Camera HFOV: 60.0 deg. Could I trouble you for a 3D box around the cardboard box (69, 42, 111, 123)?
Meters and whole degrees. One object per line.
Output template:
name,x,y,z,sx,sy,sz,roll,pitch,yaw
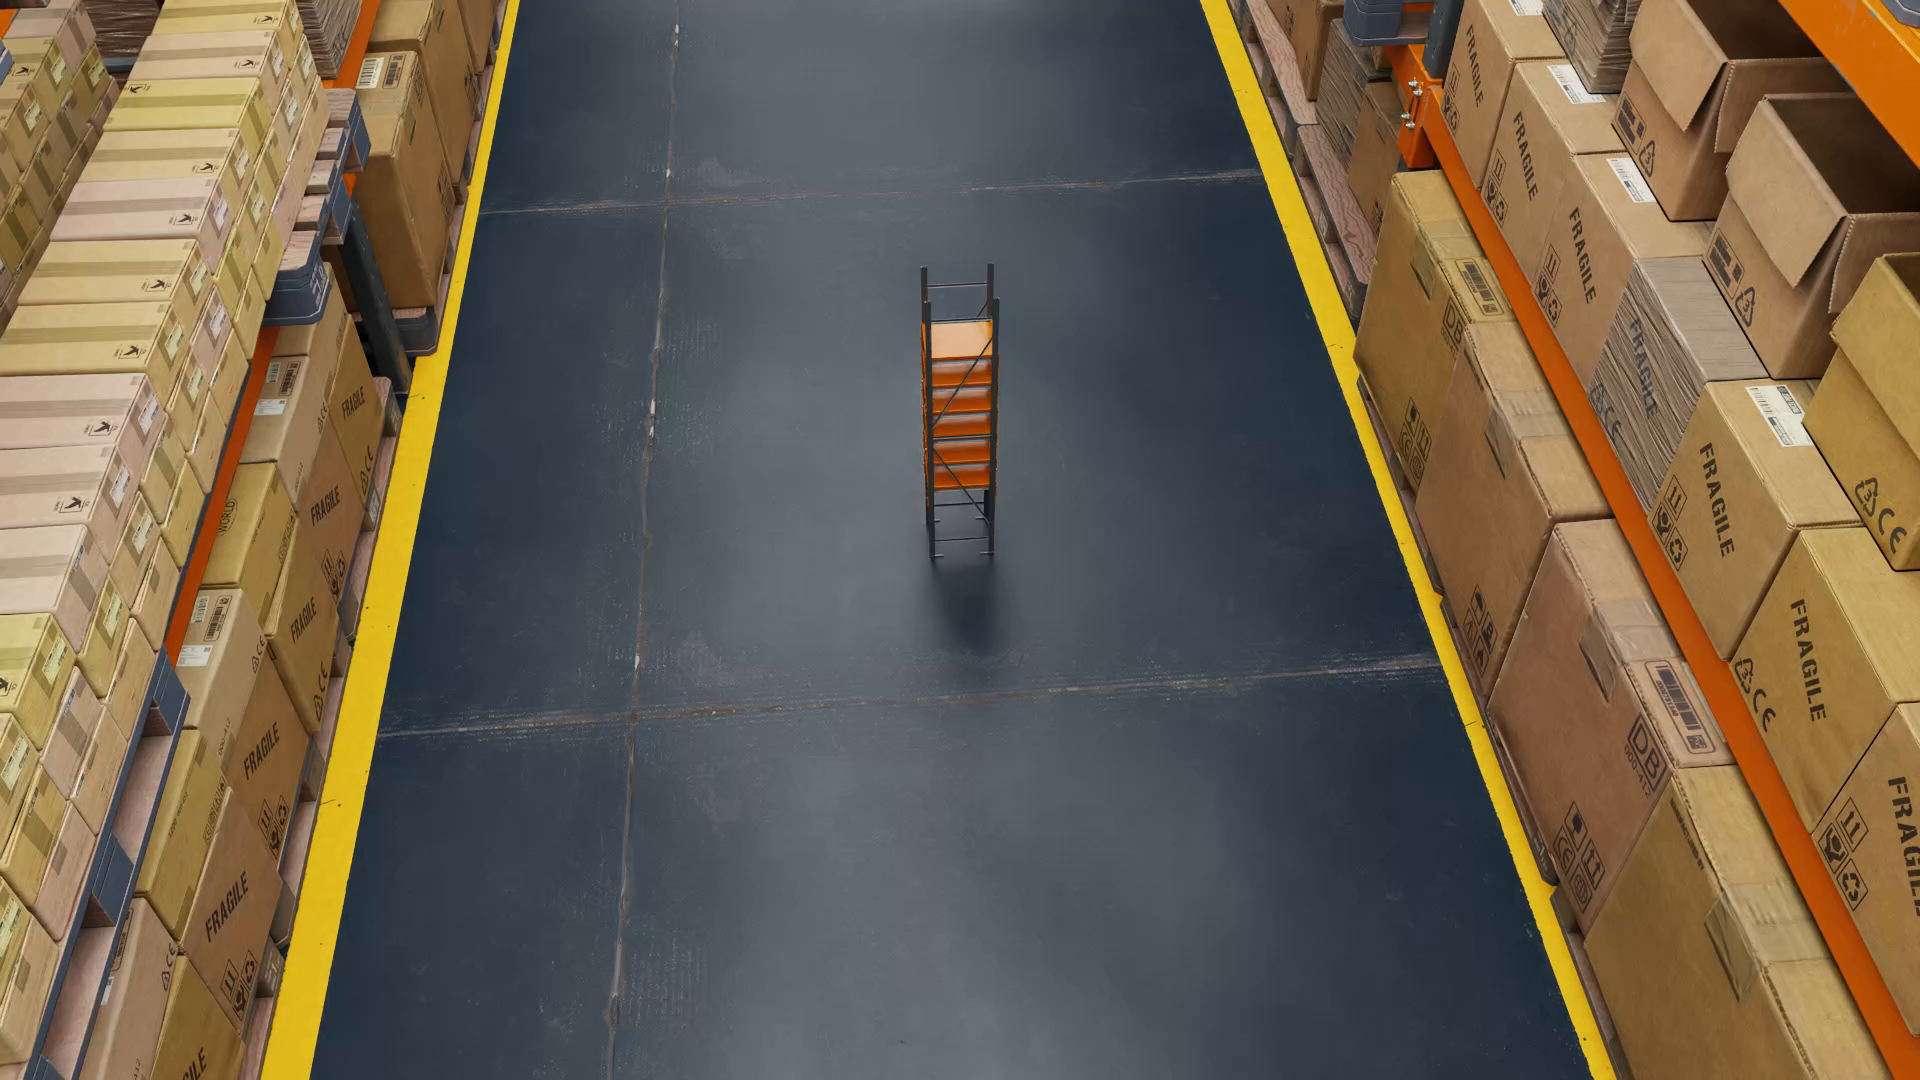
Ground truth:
cardboard box,-2.919,-1.434,5.221,0.380,0.149,0.250,-2,47,-2

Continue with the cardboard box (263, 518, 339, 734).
cardboard box,-2.344,0.298,5.334,0.500,0.500,0.500,-5,47,-5

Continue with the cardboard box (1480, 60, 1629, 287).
cardboard box,2.006,-1.157,5.211,0.500,0.500,0.500,-5,47,-4

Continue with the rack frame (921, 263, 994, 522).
rack frame,-0.009,-0.489,5.887,0.240,1.200,0.006,-3,47,-3

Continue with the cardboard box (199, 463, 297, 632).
cardboard box,-2.361,0.034,5.067,0.500,0.250,0.500,-2,47,-2

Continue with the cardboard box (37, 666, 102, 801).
cardboard box,-2.045,0.412,3.473,0.380,0.149,0.250,-2,47,-2

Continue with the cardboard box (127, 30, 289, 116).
cardboard box,-2.243,-1.389,4.974,0.380,0.149,0.250,-4,47,-4

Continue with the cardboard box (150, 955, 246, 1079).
cardboard box,-2.222,1.423,4.268,0.500,0.500,0.500,-2,47,-2

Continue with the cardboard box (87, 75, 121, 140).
cardboard box,-2.923,-1.357,5.353,0.380,0.149,0.250,-4,47,-4

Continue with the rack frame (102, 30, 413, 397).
rack frame,-2.760,-1.635,5.733,1.000,3.000,0.127,-3,47,-3

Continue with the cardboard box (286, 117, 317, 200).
cardboard box,-2.241,-1.184,5.190,0.380,0.149,0.250,-4,47,-3

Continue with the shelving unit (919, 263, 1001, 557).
shelving unit,-0.001,-0.423,5.824,0.258,1.200,0.189,-3,47,-3

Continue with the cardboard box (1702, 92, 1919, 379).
cardboard box,2.351,-0.756,4.141,0.797,0.503,0.637,-2,47,-2

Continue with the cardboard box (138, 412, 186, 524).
cardboard box,-2.114,-0.163,4.018,0.380,0.149,0.250,-4,47,-4

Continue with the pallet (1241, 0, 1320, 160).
pallet,2.028,-2.351,8.331,1.003,0.211,1.213,-3,47,-3

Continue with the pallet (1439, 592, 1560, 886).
pallet,2.281,0.551,5.583,1.003,0.211,1.213,-3,47,-3

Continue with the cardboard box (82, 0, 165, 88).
cardboard box,-3.065,-1.979,5.990,0.500,0.500,0.500,-3,47,-3

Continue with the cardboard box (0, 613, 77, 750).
cardboard box,-2.048,0.296,3.377,0.380,0.149,0.250,-3,47,-3

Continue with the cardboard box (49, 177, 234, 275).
cardboard box,-2.181,-0.832,4.446,0.380,0.149,0.250,-3,47,-3

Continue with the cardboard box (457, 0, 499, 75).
cardboard box,-2.876,-2.758,8.056,1.050,0.750,0.750,-3,47,-3

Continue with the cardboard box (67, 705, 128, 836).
cardboard box,-2.045,0.507,3.588,0.380,0.149,0.250,-3,47,-3

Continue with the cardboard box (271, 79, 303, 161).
cardboard box,-2.240,-1.273,5.068,0.380,0.149,0.250,-2,47,-2

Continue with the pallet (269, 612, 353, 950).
pallet,-2.597,0.770,5.376,1.003,0.211,1.213,-3,47,-3

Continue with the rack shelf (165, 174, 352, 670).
rack shelf,-2.592,0.059,4.623,1.077,0.370,4.000,-3,47,-3

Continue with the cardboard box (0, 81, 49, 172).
cardboard box,-2.873,-1.180,4.775,0.380,0.149,0.250,-4,47,-4

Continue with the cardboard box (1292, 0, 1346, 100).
cardboard box,2.002,-2.449,7.922,0.700,0.500,0.500,0,47,0

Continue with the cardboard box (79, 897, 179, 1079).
cardboard box,-2.223,1.165,3.996,0.500,0.250,0.500,-5,47,-5

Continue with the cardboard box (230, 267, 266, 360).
cardboard box,-2.178,-0.623,4.658,0.380,0.149,0.250,-5,47,-5

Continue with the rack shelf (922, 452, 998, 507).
rack shelf,-0.001,-0.227,6.031,0.258,0.103,0.180,-3,47,-3

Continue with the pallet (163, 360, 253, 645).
pallet,-2.553,-0.139,4.448,1.003,0.211,1.213,-3,47,-3

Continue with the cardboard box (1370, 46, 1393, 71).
cardboard box,2.051,-2.279,7.245,0.500,0.250,0.500,1,47,1

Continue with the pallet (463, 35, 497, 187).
pallet,-2.850,-2.132,8.124,1.003,0.211,1.213,-3,47,-3

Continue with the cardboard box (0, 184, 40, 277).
cardboard box,-2.847,-0.862,4.679,0.380,0.149,0.250,-3,47,-3

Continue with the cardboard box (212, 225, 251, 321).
cardboard box,-2.177,-0.721,4.546,0.380,0.149,0.250,-4,47,-4

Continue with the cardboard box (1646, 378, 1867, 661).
cardboard box,2.130,-0.062,4.174,0.500,0.500,0.500,-4,47,-4

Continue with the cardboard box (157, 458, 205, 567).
cardboard box,-2.114,-0.057,4.121,0.380,0.149,0.250,-4,47,-4

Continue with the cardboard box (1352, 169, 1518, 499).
cardboard box,2.228,-0.777,6.094,1.225,0.875,0.875,-5,47,-5

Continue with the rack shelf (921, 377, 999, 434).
rack shelf,-0.001,-0.475,5.769,0.258,0.103,0.180,-3,47,-3

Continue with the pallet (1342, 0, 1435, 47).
pallet,2.026,-2.307,6.501,1.213,0.211,1.003,-3,47,-3

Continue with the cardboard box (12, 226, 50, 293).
cardboard box,-2.854,-0.773,4.800,0.380,0.149,0.250,-2,47,-1

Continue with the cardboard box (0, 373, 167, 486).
cardboard box,-2.109,-0.252,3.897,0.380,0.149,0.250,-2,47,-2

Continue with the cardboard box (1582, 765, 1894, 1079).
cardboard box,2.453,1.155,4.264,1.225,0.875,0.875,-3,47,-3
